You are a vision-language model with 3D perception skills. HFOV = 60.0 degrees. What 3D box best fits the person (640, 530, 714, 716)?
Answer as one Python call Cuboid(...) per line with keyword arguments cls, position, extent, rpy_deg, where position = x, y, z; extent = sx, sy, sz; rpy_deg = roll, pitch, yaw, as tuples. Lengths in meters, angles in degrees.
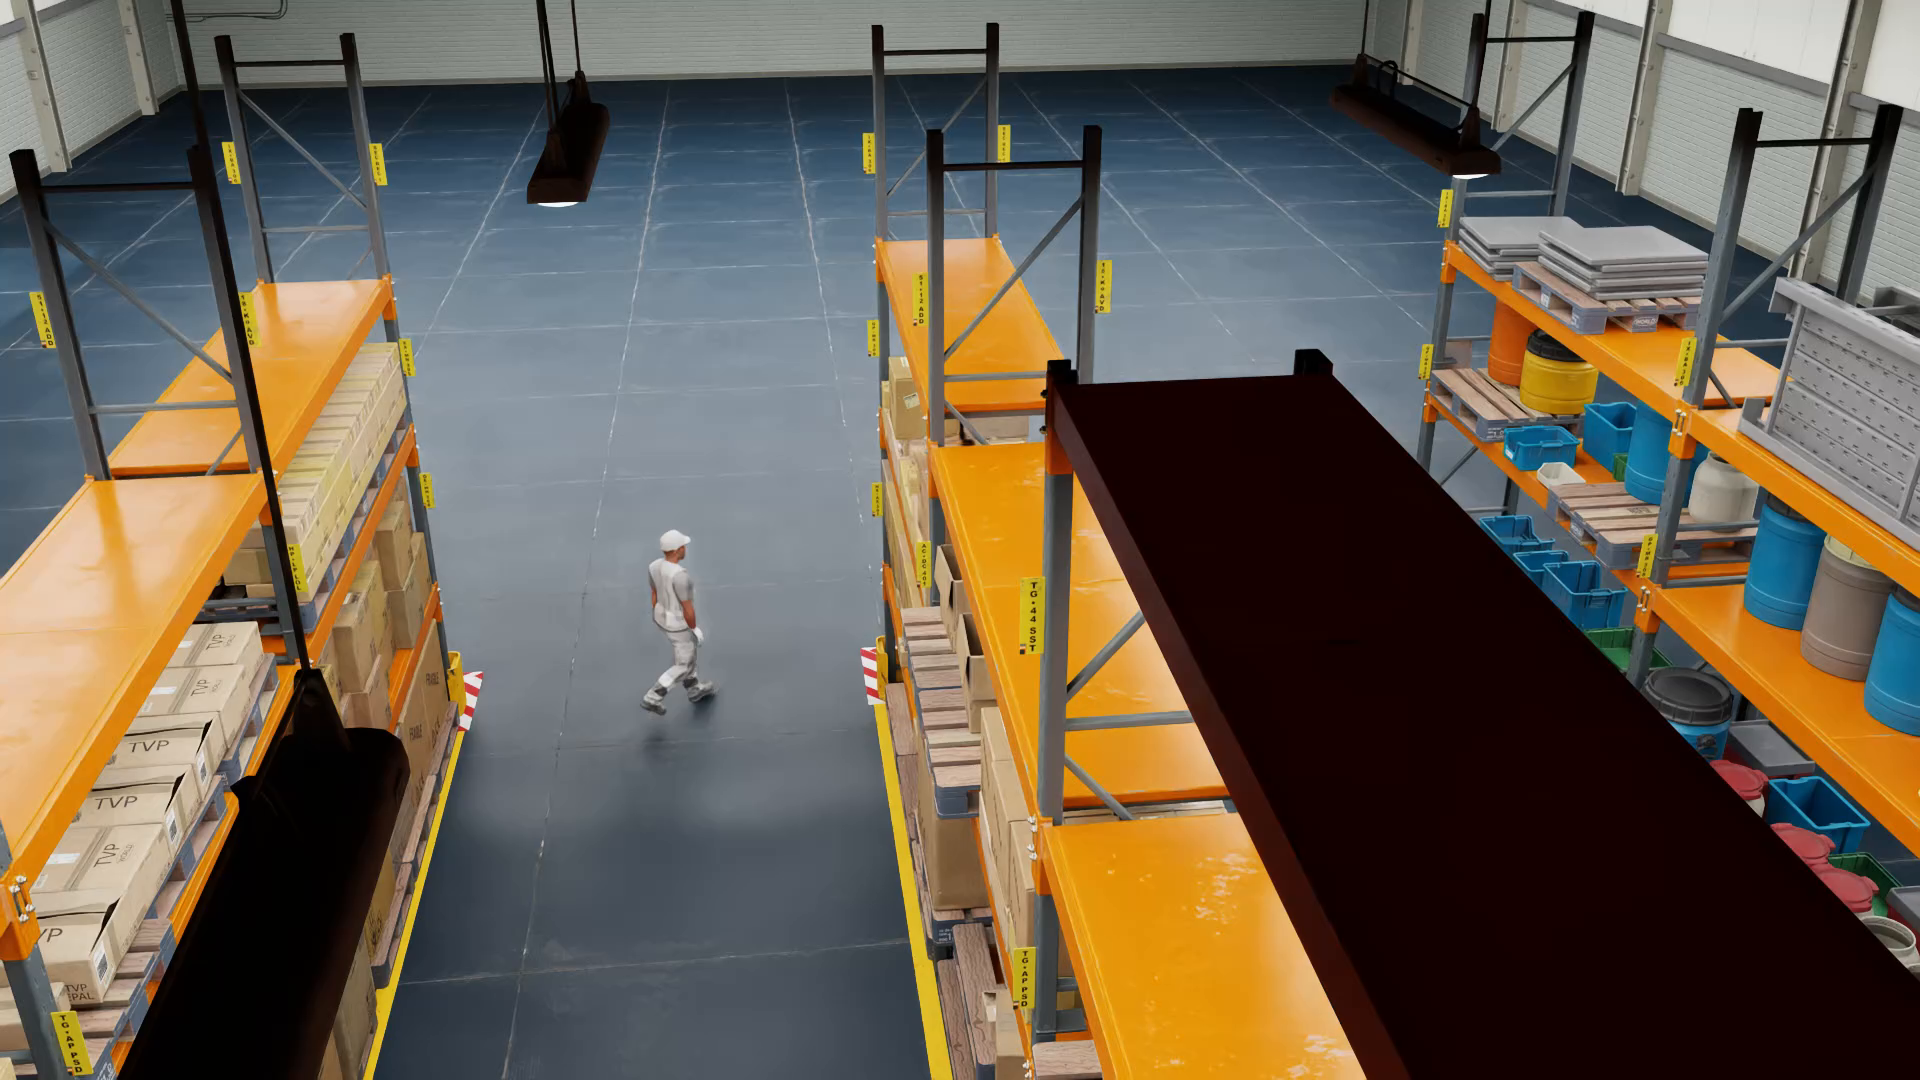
Cuboid(cls="person", position=(-2.491, 0.728, 14.939), extent=(0.648, 1.774, 0.634), rpy_deg=(-18, 31, -33))
